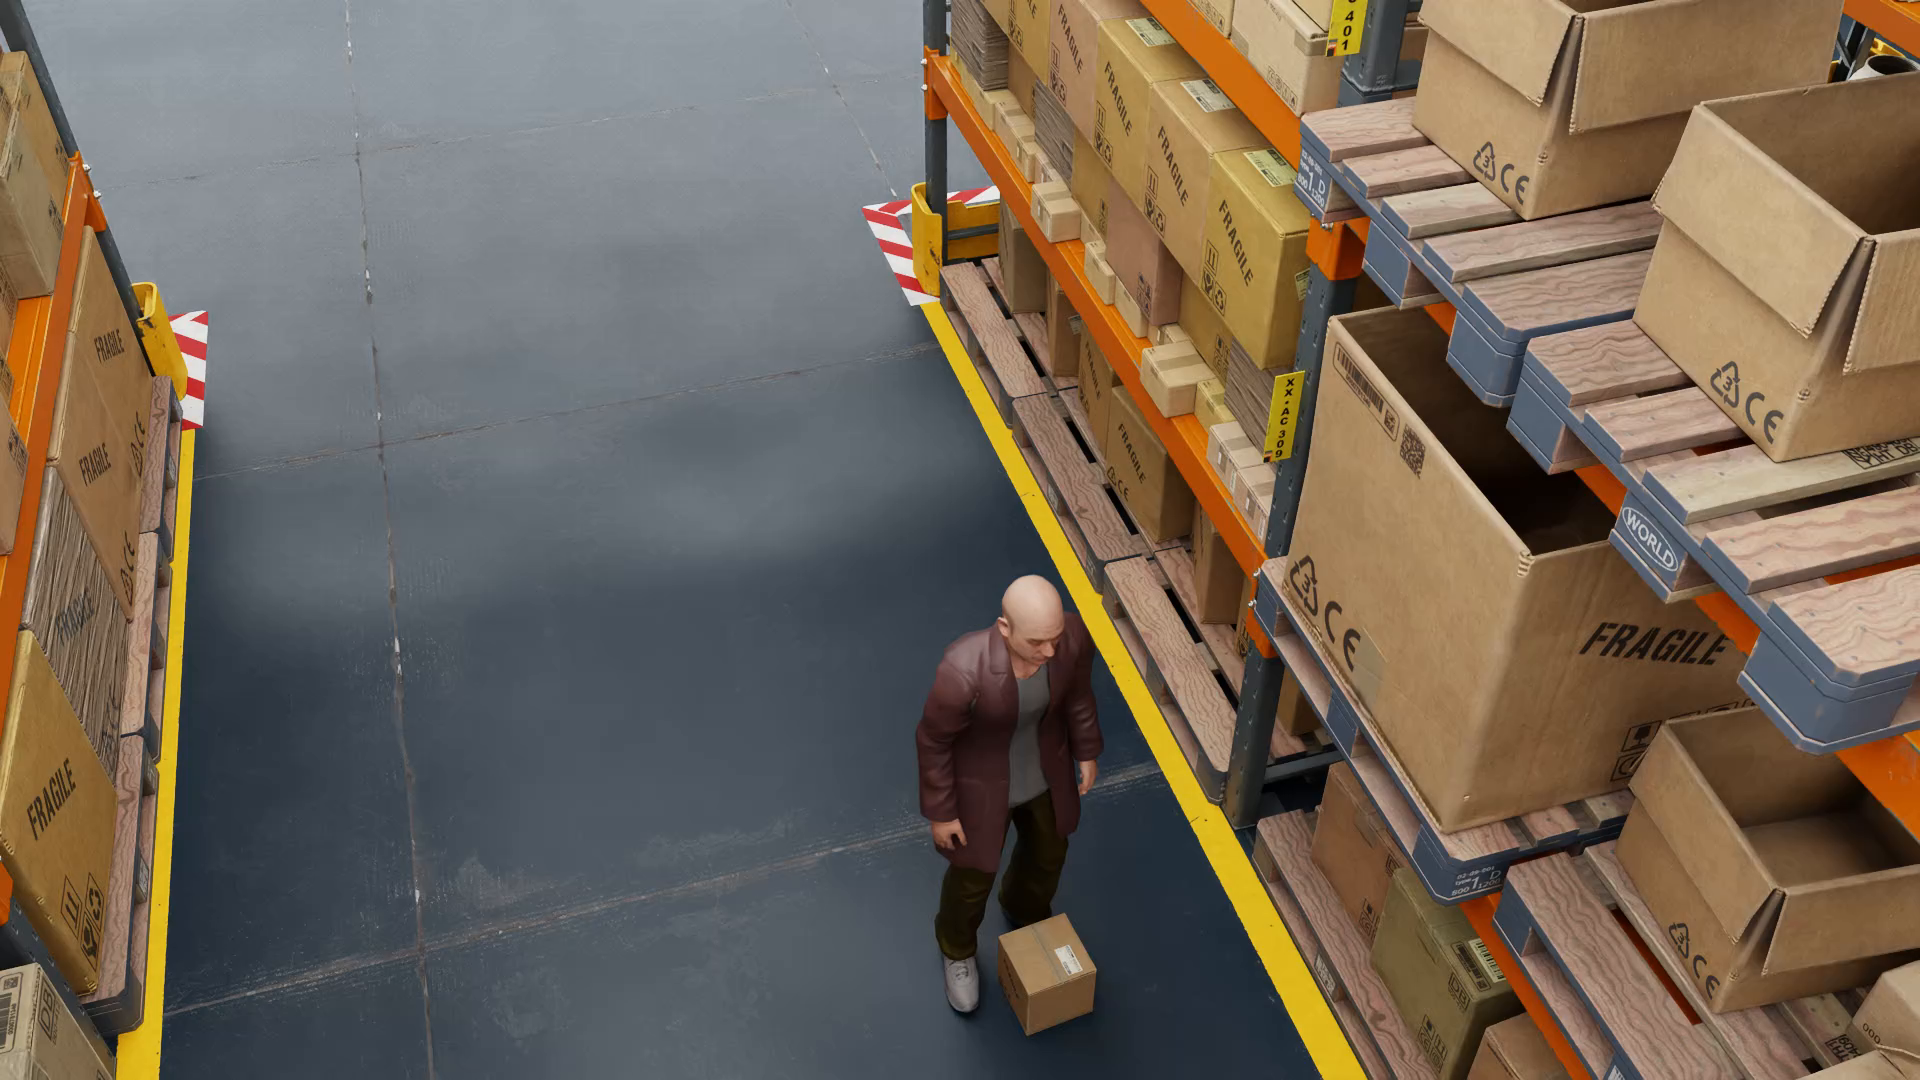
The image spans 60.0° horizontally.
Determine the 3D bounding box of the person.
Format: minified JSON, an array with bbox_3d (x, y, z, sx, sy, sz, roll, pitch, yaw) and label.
[{"bbox_3d":[0.165,0.765,5.311,0.654,1.774,0.419,-19,45,-20],"label":"person"}]
